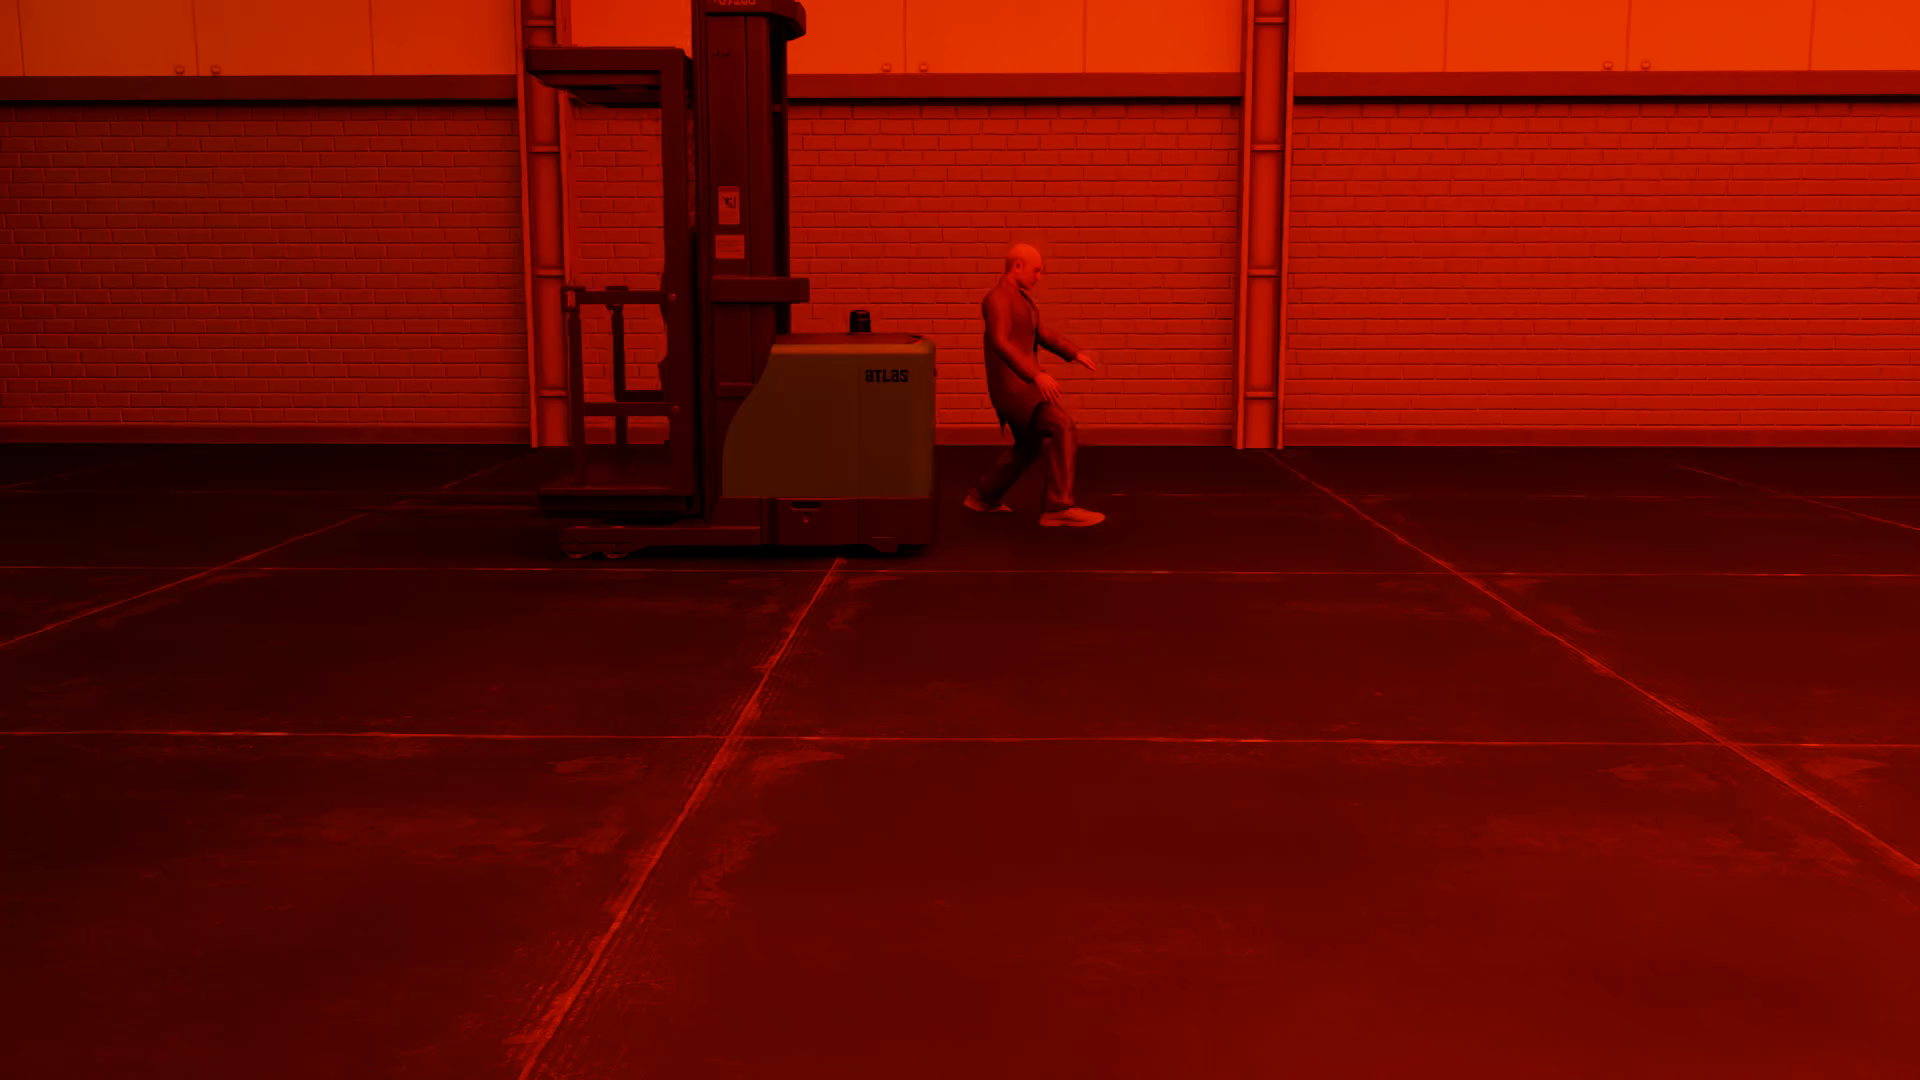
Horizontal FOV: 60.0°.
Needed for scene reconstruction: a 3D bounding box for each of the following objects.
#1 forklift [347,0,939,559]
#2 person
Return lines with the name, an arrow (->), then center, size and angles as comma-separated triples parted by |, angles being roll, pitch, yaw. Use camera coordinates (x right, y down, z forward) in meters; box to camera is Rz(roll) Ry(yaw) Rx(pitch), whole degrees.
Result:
forklift -> -1.639, -1.434, 8.684 | 3.031, 2.935, 1.130 | 0, 9, 1
person -> 0.435, -0.873, 9.599 | 0.984, 1.650, 1.037 | 2, 9, 14
